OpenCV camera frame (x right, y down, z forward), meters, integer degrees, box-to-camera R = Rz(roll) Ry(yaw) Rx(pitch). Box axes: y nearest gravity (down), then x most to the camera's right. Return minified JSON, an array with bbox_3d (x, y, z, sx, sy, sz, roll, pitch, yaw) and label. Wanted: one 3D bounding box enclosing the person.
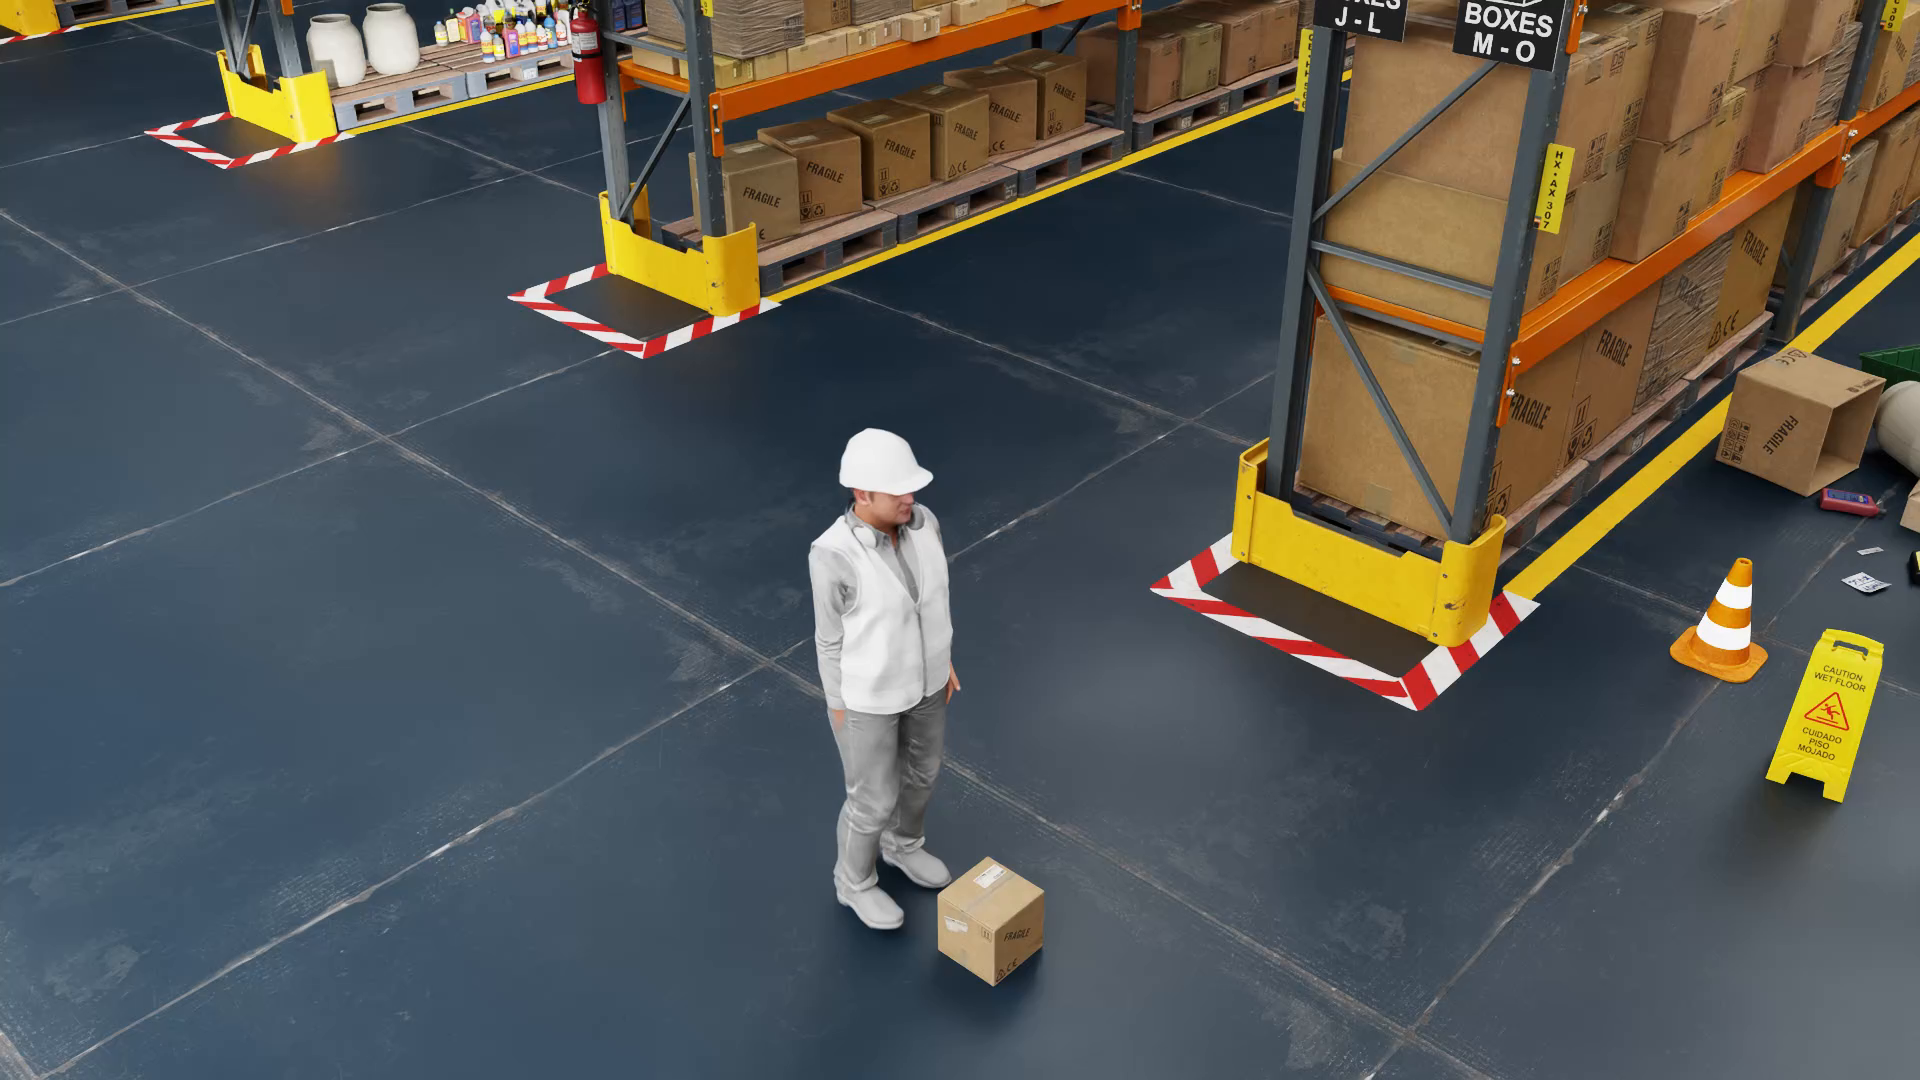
[{"bbox_3d":[-0.222,0.448,5.372,0.359,1.768,0.532,26,40,36],"label":"person"}]
